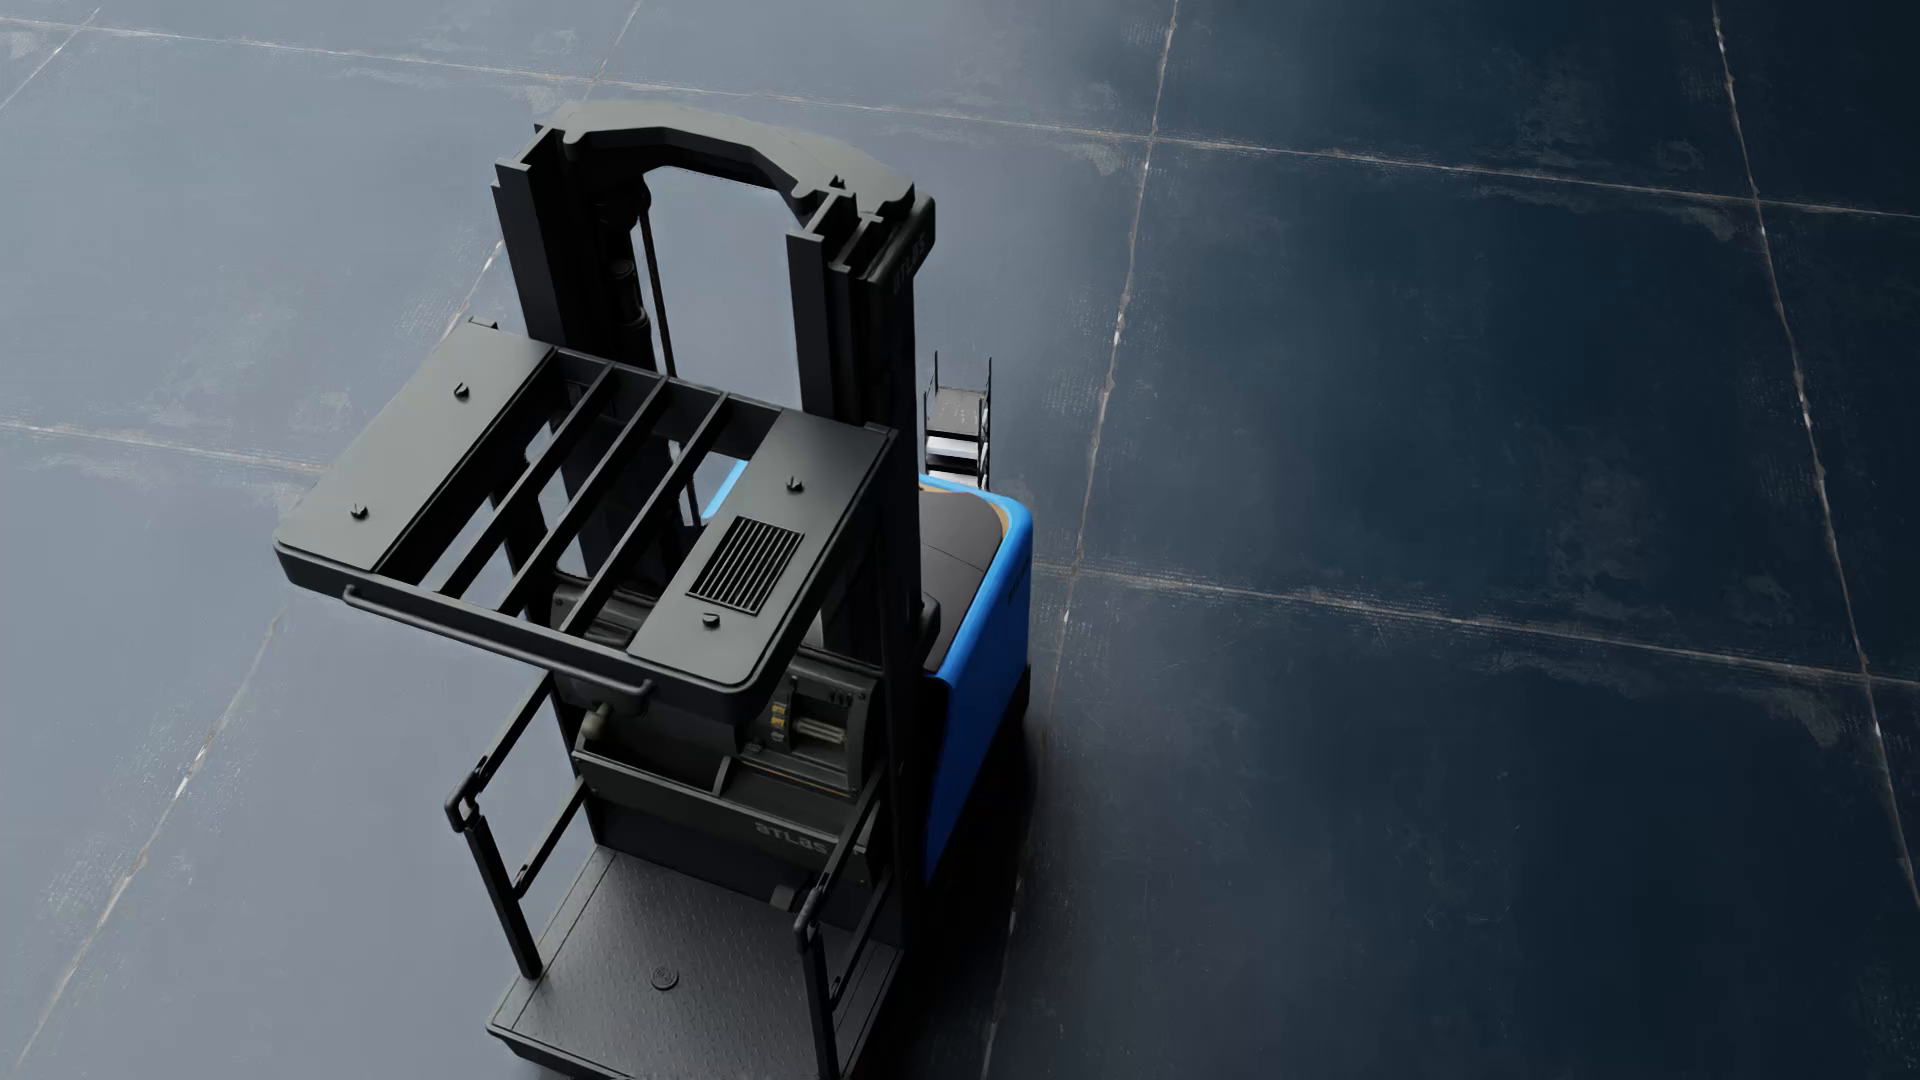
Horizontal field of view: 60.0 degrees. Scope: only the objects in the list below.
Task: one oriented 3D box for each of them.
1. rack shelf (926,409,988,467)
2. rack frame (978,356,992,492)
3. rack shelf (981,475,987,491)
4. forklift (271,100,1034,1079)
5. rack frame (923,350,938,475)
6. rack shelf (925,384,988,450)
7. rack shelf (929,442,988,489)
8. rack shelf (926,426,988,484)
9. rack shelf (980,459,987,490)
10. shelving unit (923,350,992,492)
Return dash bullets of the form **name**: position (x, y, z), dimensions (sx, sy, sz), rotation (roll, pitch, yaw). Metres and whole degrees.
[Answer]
- **rack shelf**: position (-0.008, -0.400, 6.279), dimensions (0.200, 0.077, 0.258), rotation (8, 49, 7)
- **rack frame**: position (0.092, -0.288, 6.376), dimensions (0.006, 0.900, 0.240), rotation (8, 49, 7)
- **rack shelf**: position (-0.008, -0.159, 6.547), dimensions (0.200, 0.077, 0.258), rotation (8, 49, 7)
- **forklift**: position (-0.744, 0.518, 4.286), dimensions (1.130, 2.935, 3.031), rotation (16, 50, 14)
- **rack frame**: position (-0.108, -0.315, 6.400), dimensions (0.006, 0.900, 0.240), rotation (8, 49, 7)
- **rack shelf**: position (-0.008, -0.460, 6.212), dimensions (0.200, 0.077, 0.258), rotation (8, 49, 7)
- **rack shelf**: position (-0.008, -0.280, 6.413), dimensions (0.200, 0.077, 0.258), rotation (8, 49, 7)
- **rack shelf**: position (-0.008, -0.340, 6.346), dimensions (0.200, 0.077, 0.258), rotation (8, 49, 7)
- **rack shelf**: position (-0.008, -0.219, 6.480), dimensions (0.200, 0.077, 0.258), rotation (8, 49, 7)
- **shelving unit**: position (-0.008, -0.302, 6.388), dimensions (0.210, 0.900, 0.258), rotation (8, 49, 7)
